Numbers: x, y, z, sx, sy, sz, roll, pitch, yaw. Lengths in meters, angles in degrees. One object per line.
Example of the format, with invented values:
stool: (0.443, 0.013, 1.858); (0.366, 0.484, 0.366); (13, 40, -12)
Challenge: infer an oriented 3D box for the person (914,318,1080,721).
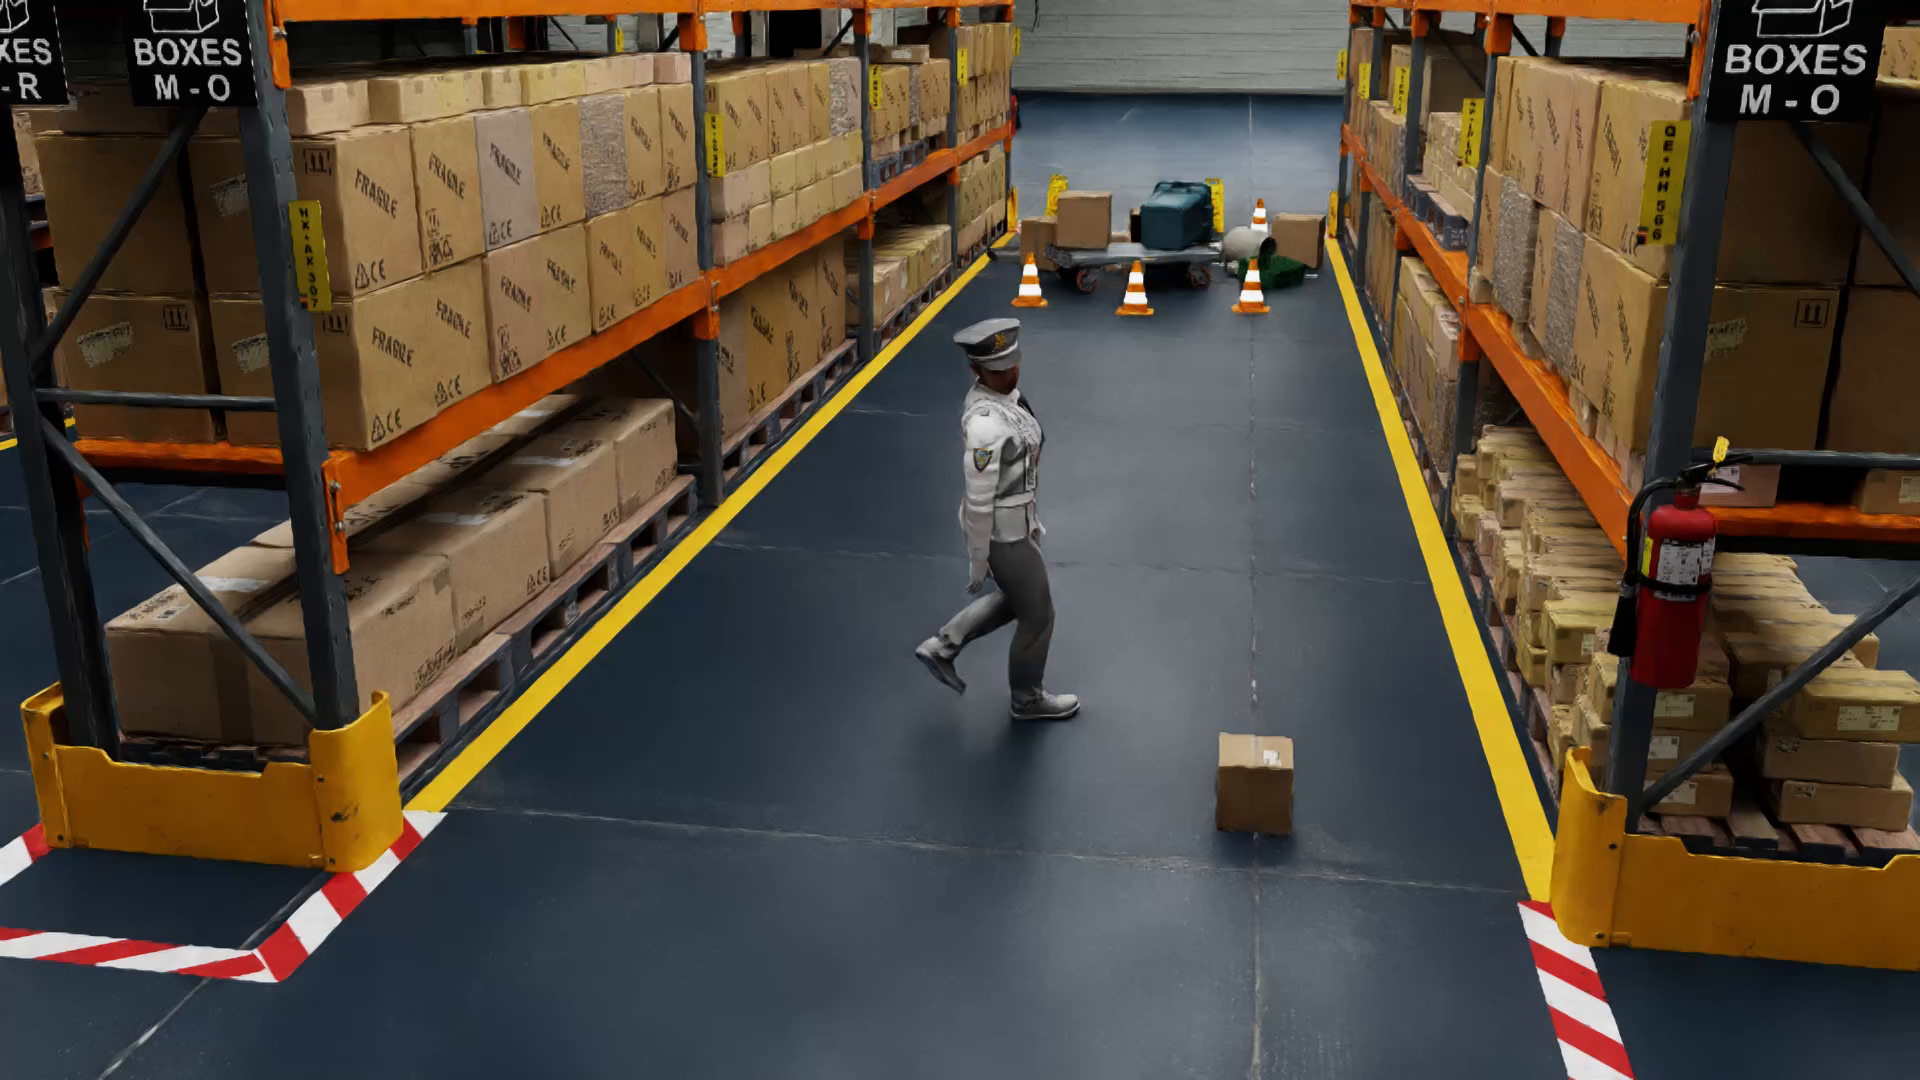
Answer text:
person: (0.161, -0.035, 6.207); (0.647, 1.623, 0.520); (-1, 18, -2)
